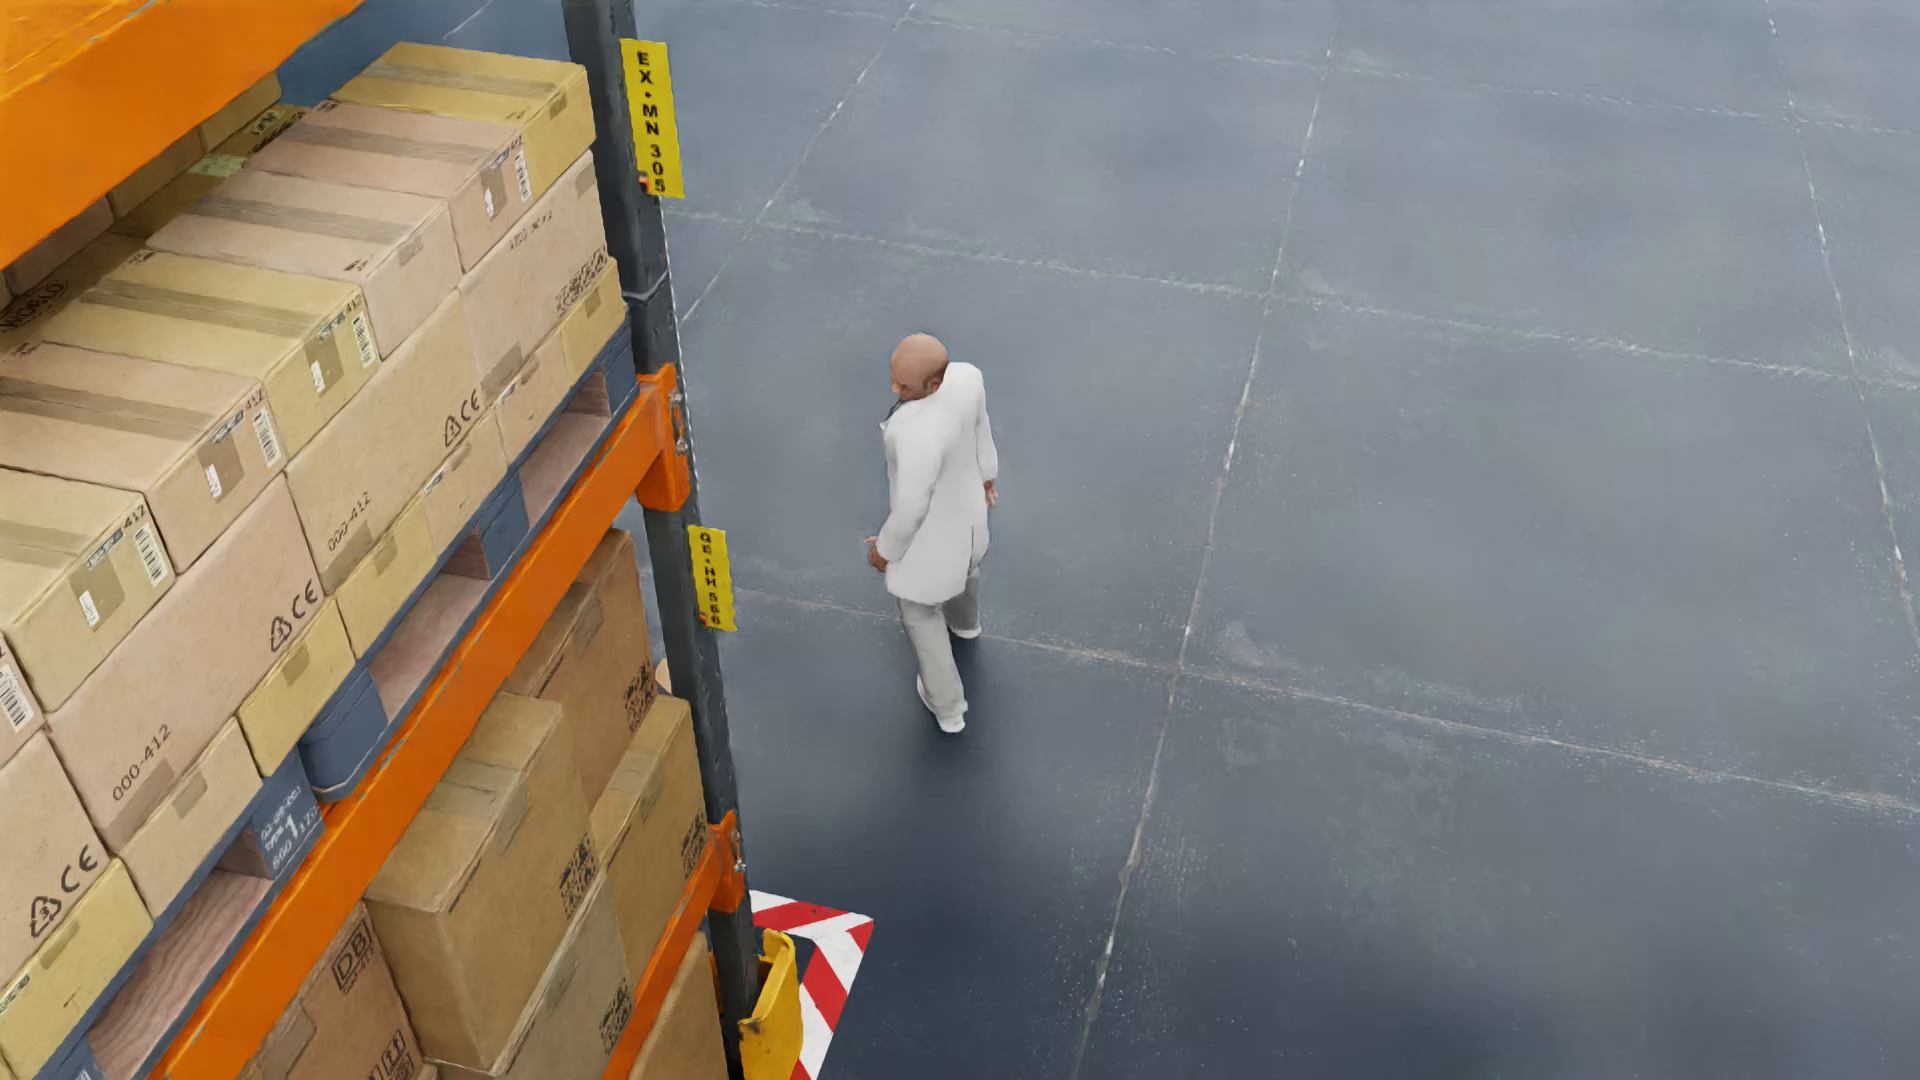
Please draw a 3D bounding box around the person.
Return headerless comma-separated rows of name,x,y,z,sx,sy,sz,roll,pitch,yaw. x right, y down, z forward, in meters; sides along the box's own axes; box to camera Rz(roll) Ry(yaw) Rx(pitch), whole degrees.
person,-0.131,-0.107,6.322,0.612,1.777,0.687,23,45,24
